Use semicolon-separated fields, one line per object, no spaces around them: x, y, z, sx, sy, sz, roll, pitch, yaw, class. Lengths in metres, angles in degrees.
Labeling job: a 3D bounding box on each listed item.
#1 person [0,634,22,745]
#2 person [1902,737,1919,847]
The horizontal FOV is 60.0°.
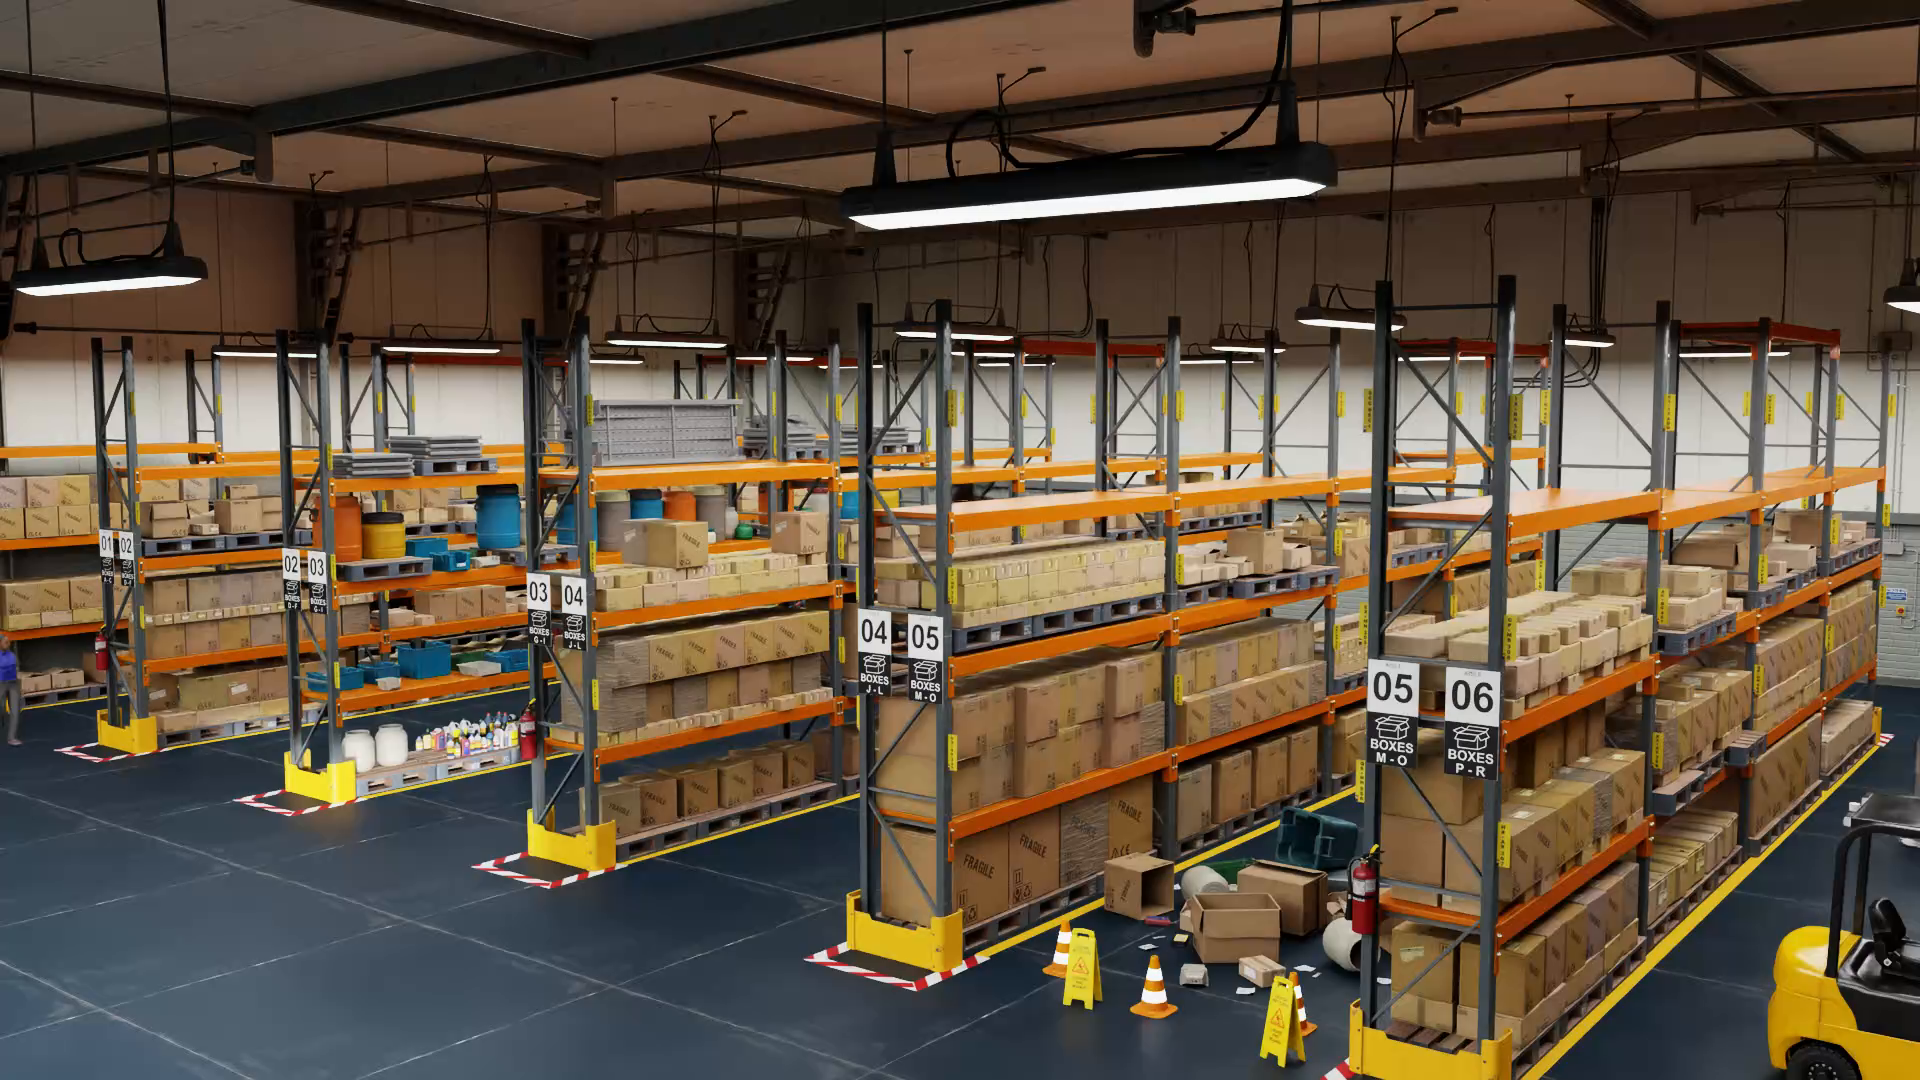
-14.069;2.205;24.459;0.510;1.624;0.467;4;6;38;person
11.078;2.687;18.980;0.479;1.675;0.418;-3;6;-29;person
